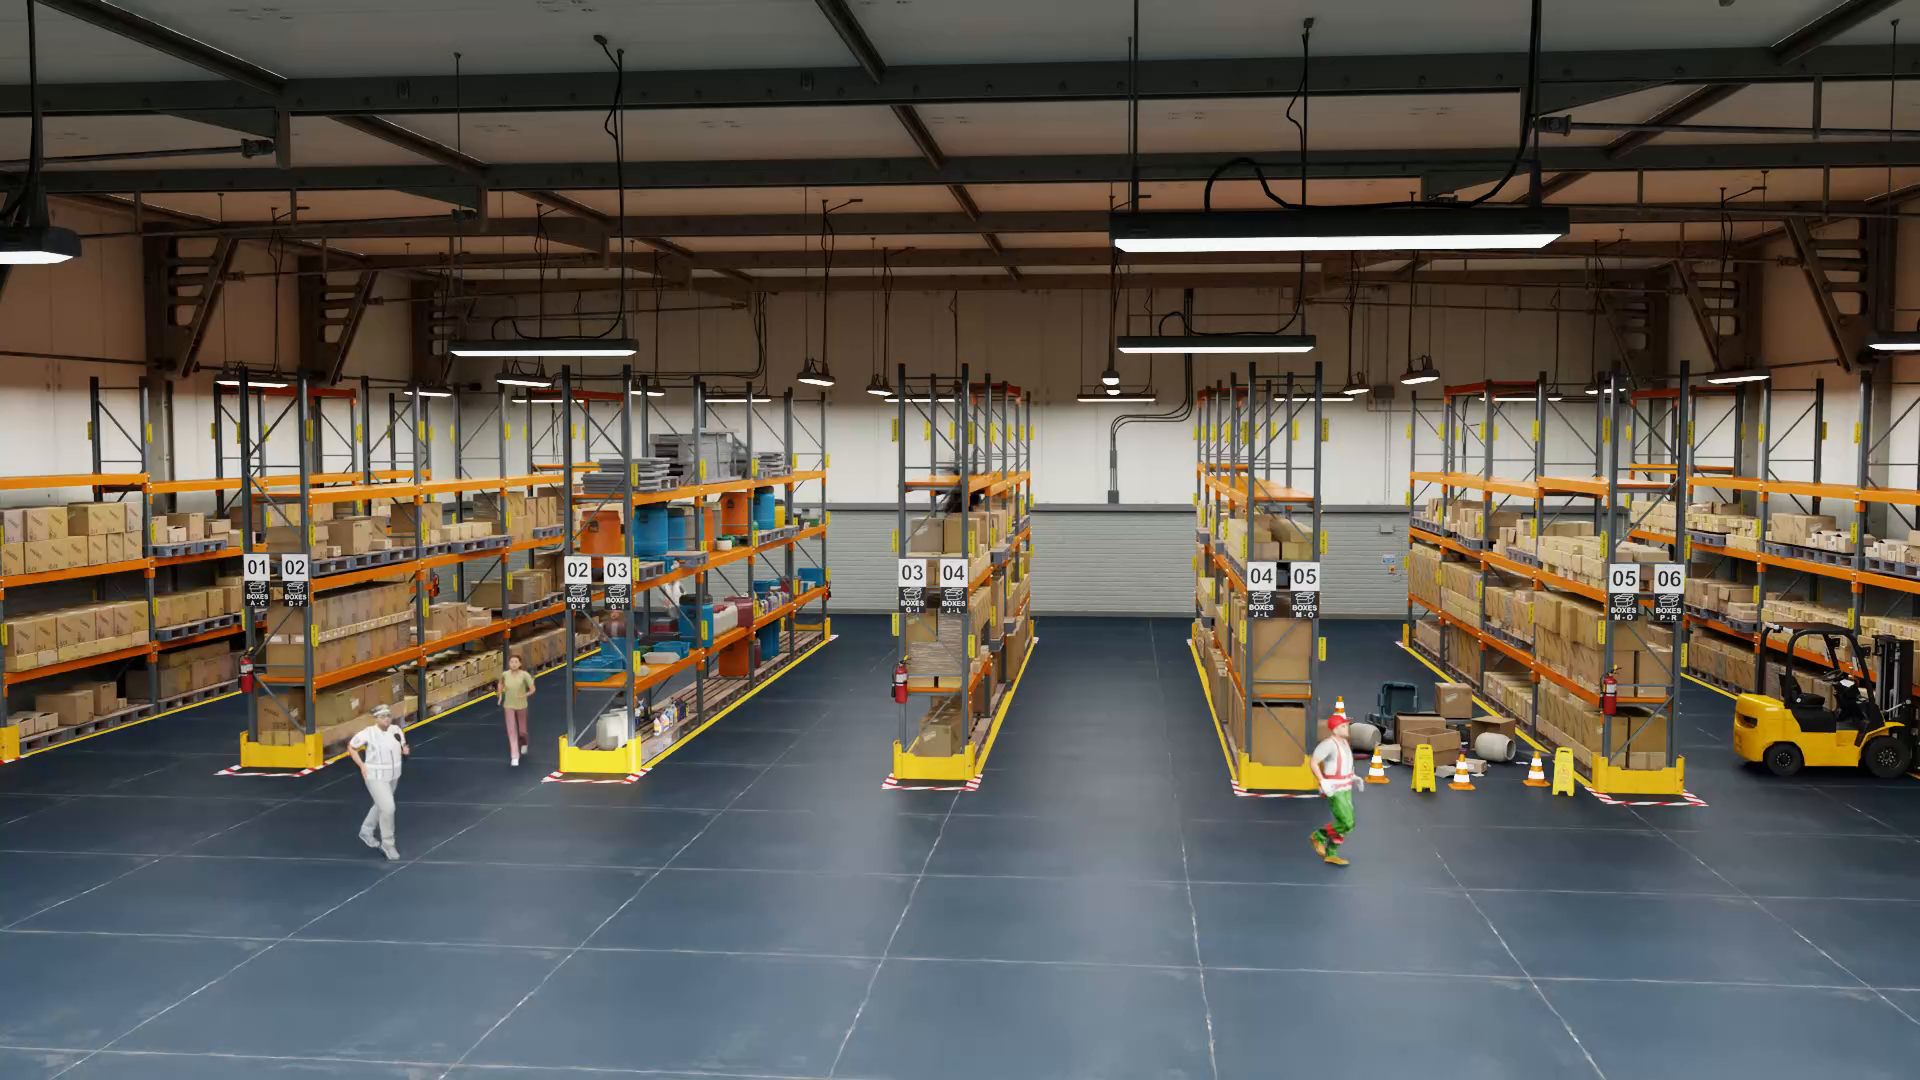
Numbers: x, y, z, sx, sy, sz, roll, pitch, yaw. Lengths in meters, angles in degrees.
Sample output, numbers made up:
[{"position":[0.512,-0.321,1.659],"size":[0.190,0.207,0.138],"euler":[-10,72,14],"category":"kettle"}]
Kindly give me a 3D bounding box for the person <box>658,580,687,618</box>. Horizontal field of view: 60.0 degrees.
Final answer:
[{"position":[-6.908,1.580,40.057],"size":[0.688,1.709,0.634],"euler":[-1,4,-15],"category":"person"}]

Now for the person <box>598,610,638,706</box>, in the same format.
[{"position":[-6.354,2.150,30.737],"size":[0.688,1.834,0.785],"euler":[0,4,7],"category":"person"}]

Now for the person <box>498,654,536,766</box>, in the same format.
[{"position":[-6.708,2.535,25.167],"size":[0.600,1.646,0.919],"euler":[0,4,-4],"category":"person"}]

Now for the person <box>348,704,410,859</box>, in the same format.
[{"position":[-6.889,2.857,19.840],"size":[0.811,1.856,0.629],"euler":[2,4,30],"category":"person"}]

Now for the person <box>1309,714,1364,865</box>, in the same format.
[{"position":[4.355,2.897,19.290],"size":[0.549,1.750,0.690],"euler":[3,5,41],"category":"person"}]
